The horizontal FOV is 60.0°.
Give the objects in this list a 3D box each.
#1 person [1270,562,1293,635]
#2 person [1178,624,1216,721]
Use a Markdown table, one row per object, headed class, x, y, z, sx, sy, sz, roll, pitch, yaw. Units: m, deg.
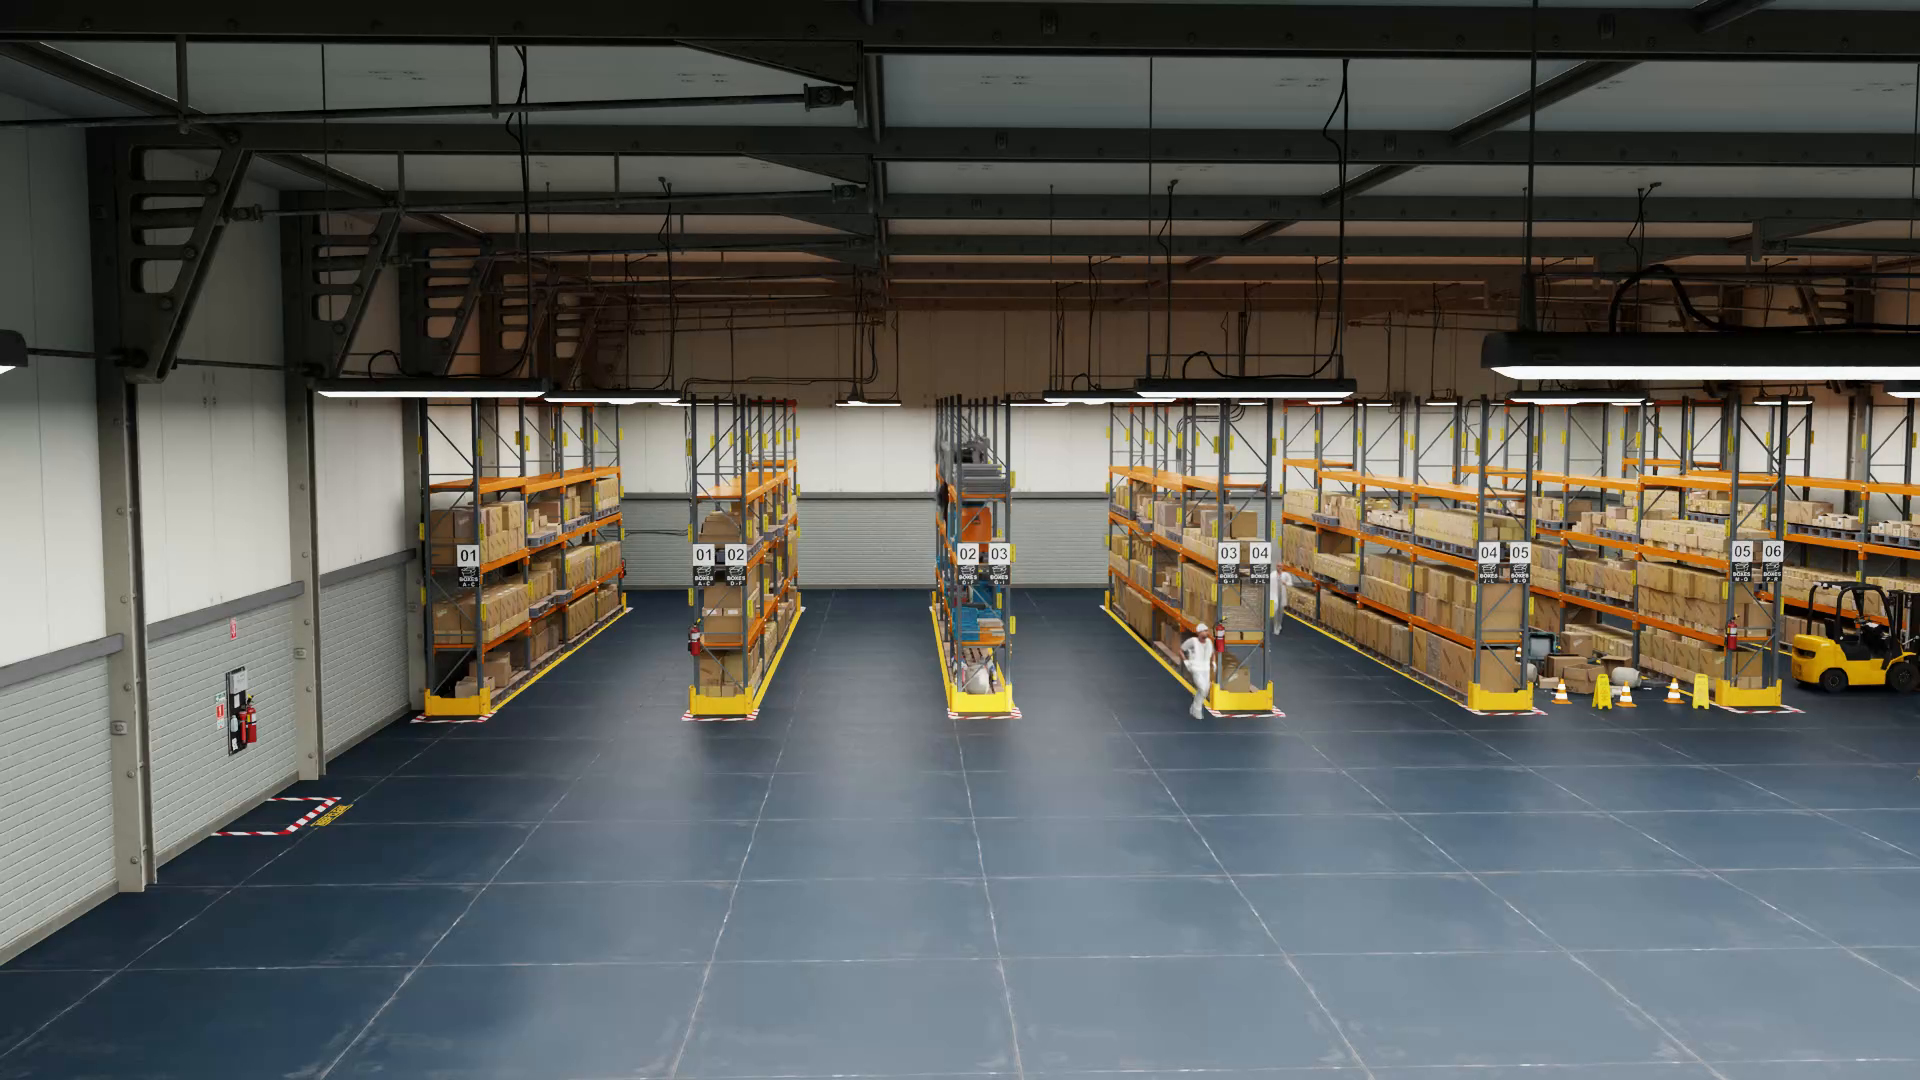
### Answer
| class | x | y | z | sx | sy | sz | roll | pitch | yaw |
| --- | --- | --- | --- | --- | --- | --- | --- | --- | --- |
| person | 8.155 | 1.474 | 42.586 | 0.680 | 1.833 | 0.902 | 0 | 4 | -1 |
| person | 4.450 | 2.429 | 30.733 | 0.700 | 1.769 | 0.639 | -2 | 5 | -28 |
